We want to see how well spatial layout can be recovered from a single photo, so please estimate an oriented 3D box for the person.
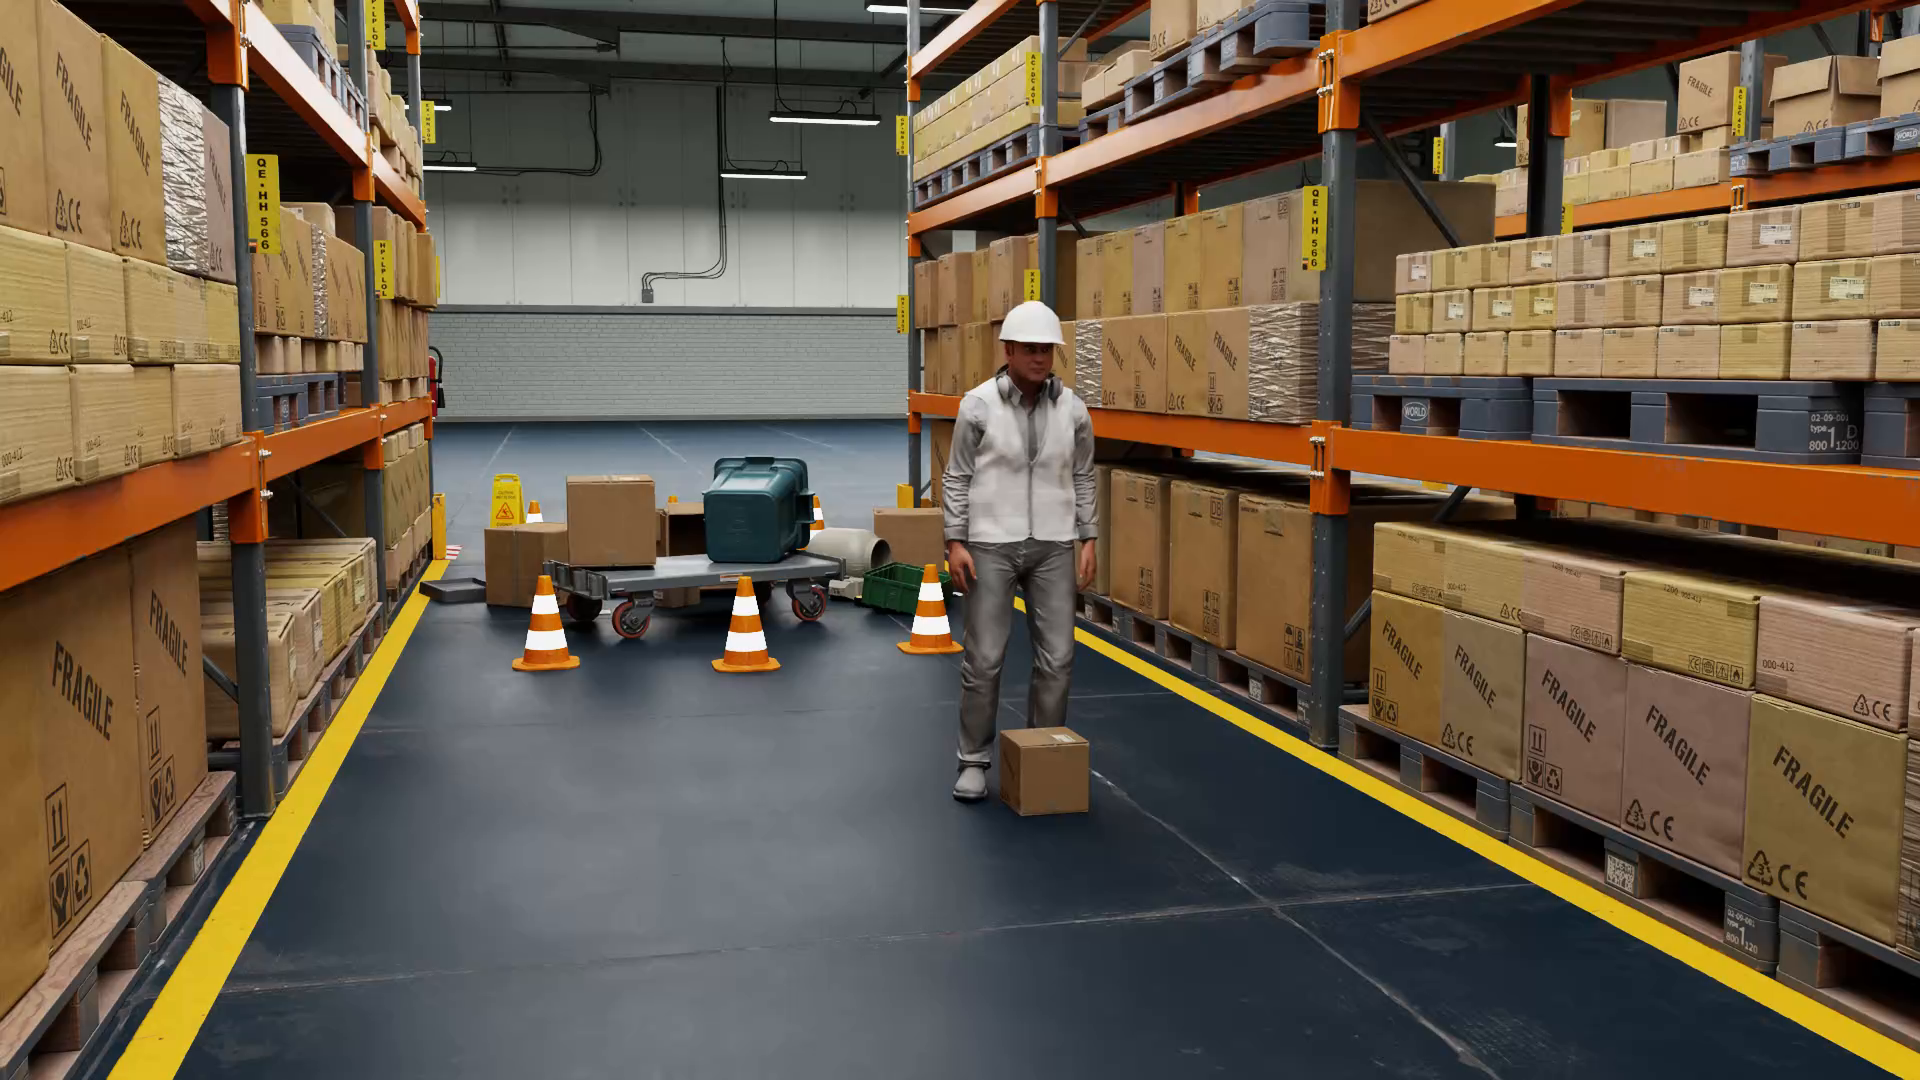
[{"bbox_3d":[0.224,0.031,6.026,0.580,1.772,0.461,-1,6,-14],"label":"person"}]
